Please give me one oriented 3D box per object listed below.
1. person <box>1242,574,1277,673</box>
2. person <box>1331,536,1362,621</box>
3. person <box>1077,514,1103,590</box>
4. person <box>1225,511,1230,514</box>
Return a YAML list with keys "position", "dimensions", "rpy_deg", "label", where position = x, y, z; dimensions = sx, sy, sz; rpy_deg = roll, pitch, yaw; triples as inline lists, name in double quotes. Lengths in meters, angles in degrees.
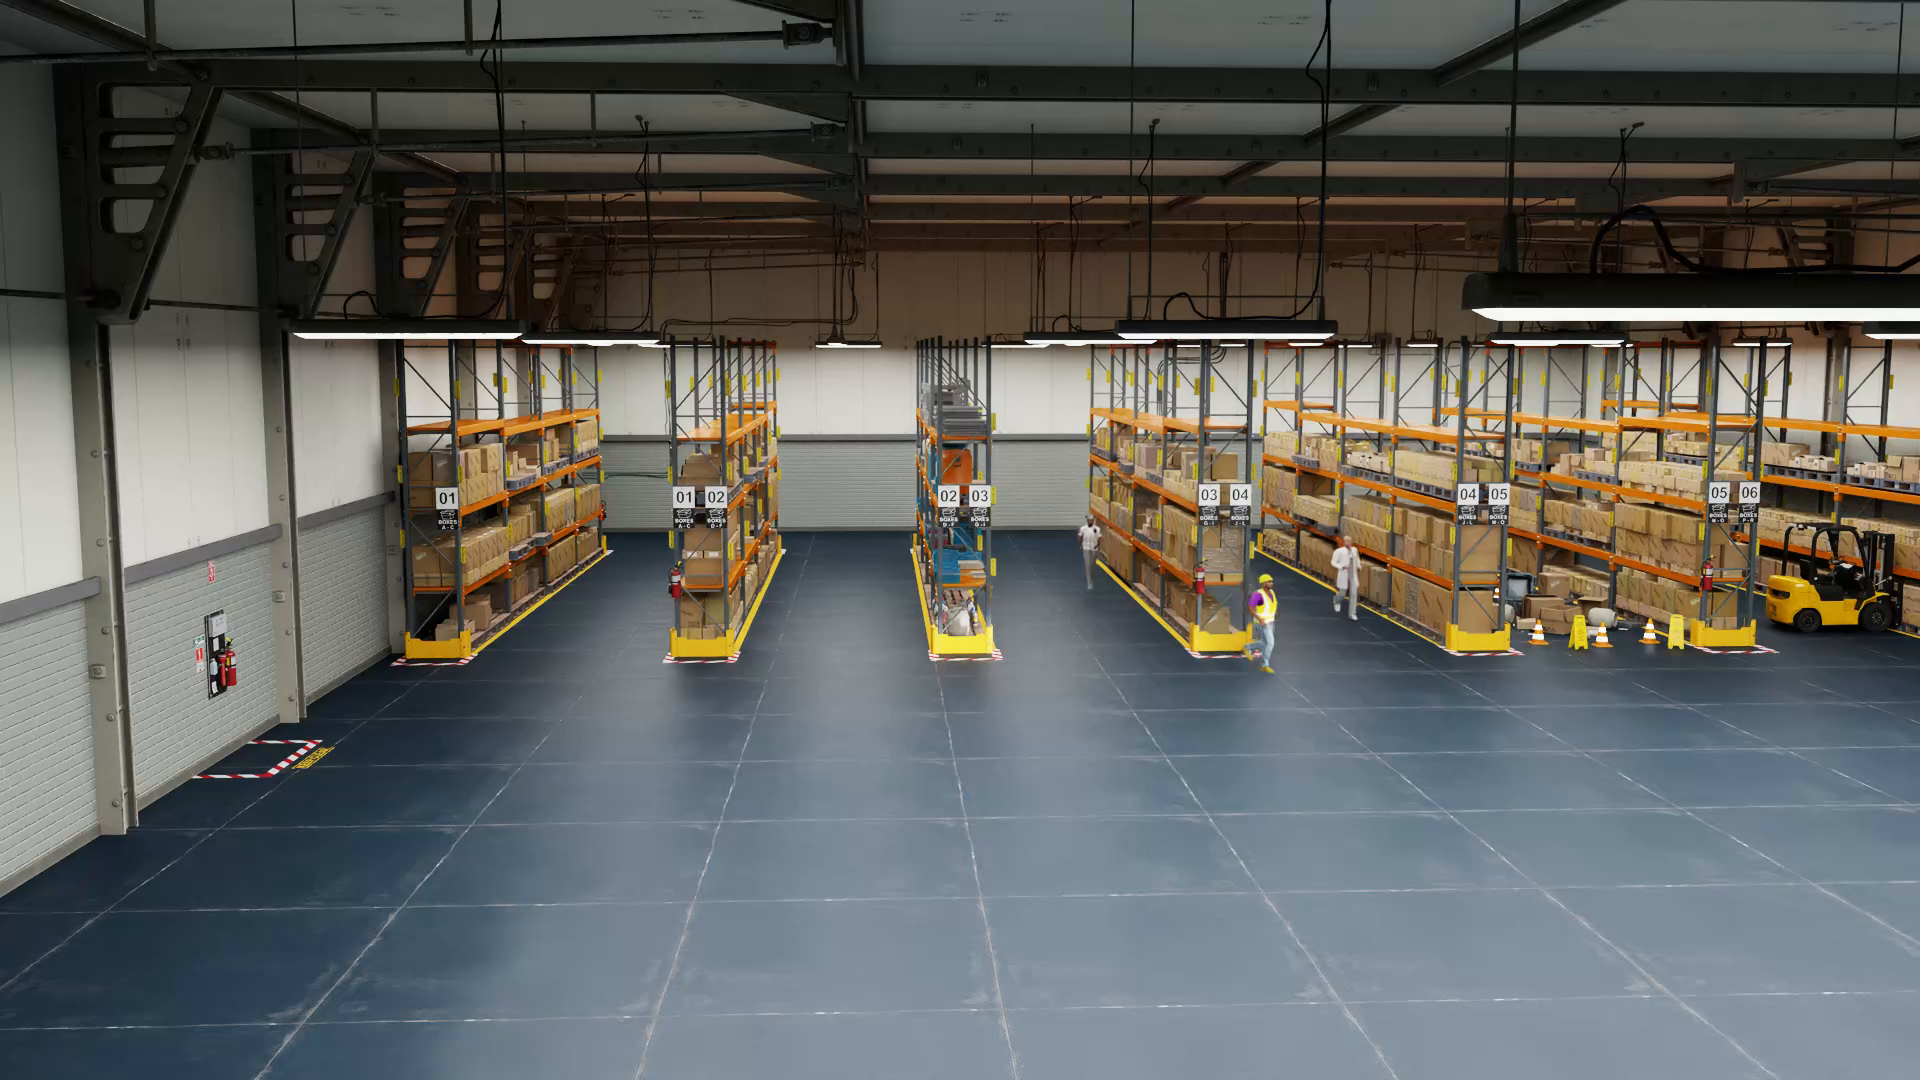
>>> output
- position: [5.395, 1.475, 29.917]
  dimensions: [0.723, 1.762, 0.705]
  rpy_deg: [5, 8, 40]
  label: "person"
- position: [8.293, 0.791, 35.636]
  dimensions: [0.718, 1.764, 1.024]
  rpy_deg: [-1, 7, -11]
  label: "person"
- position: [3.004, 0.243, 38.386]
  dimensions: [0.584, 1.717, 0.783]
  rpy_deg: [0, 6, 0]
  label: "person"
- position: [7.611, -0.603, 48.423]
  dimensions: [0.761, 1.666, 0.595]
  rpy_deg: [5, 8, 36]
  label: "person"
